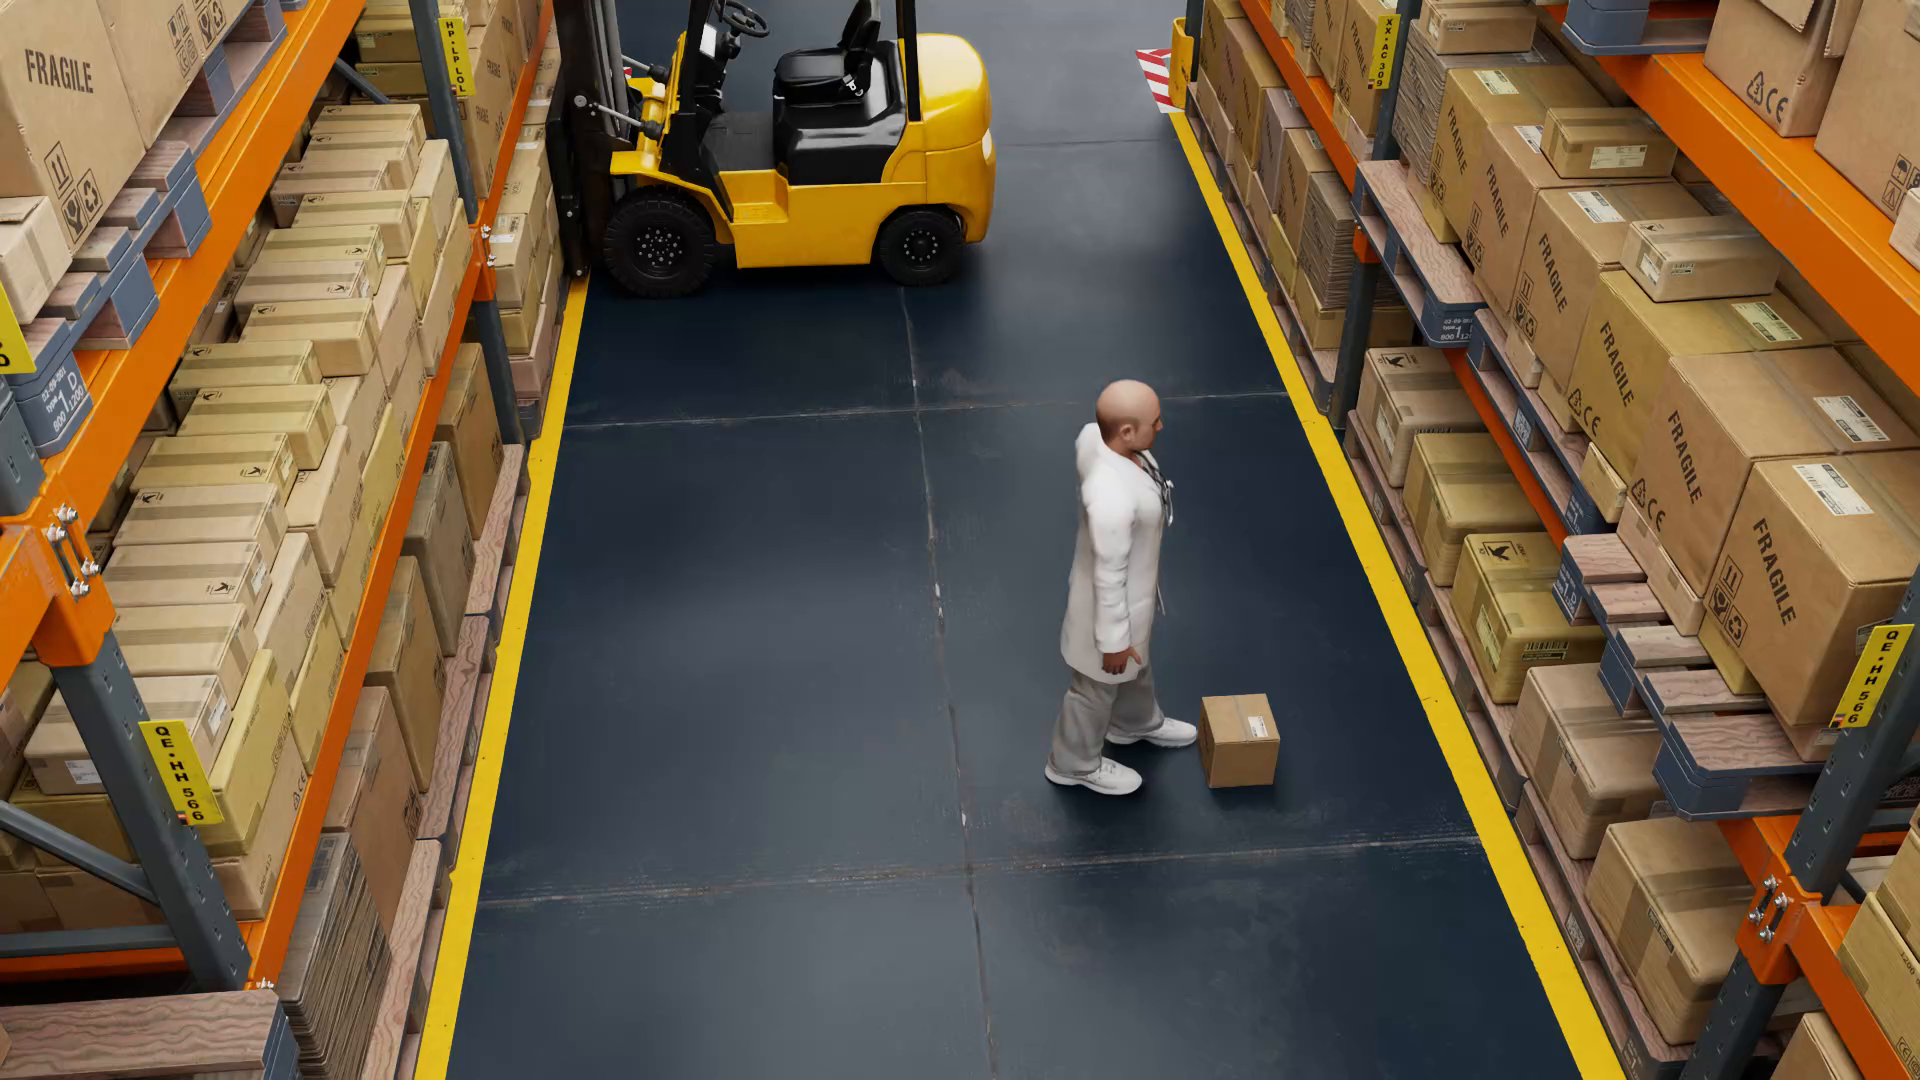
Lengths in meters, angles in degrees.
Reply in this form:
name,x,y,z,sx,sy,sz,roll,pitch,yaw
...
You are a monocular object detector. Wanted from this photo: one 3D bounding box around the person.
name,x,y,z,sx,sy,sz,roll,pitch,yaw
person,0.634,0.207,5.896,0.611,1.785,0.635,1,39,2
